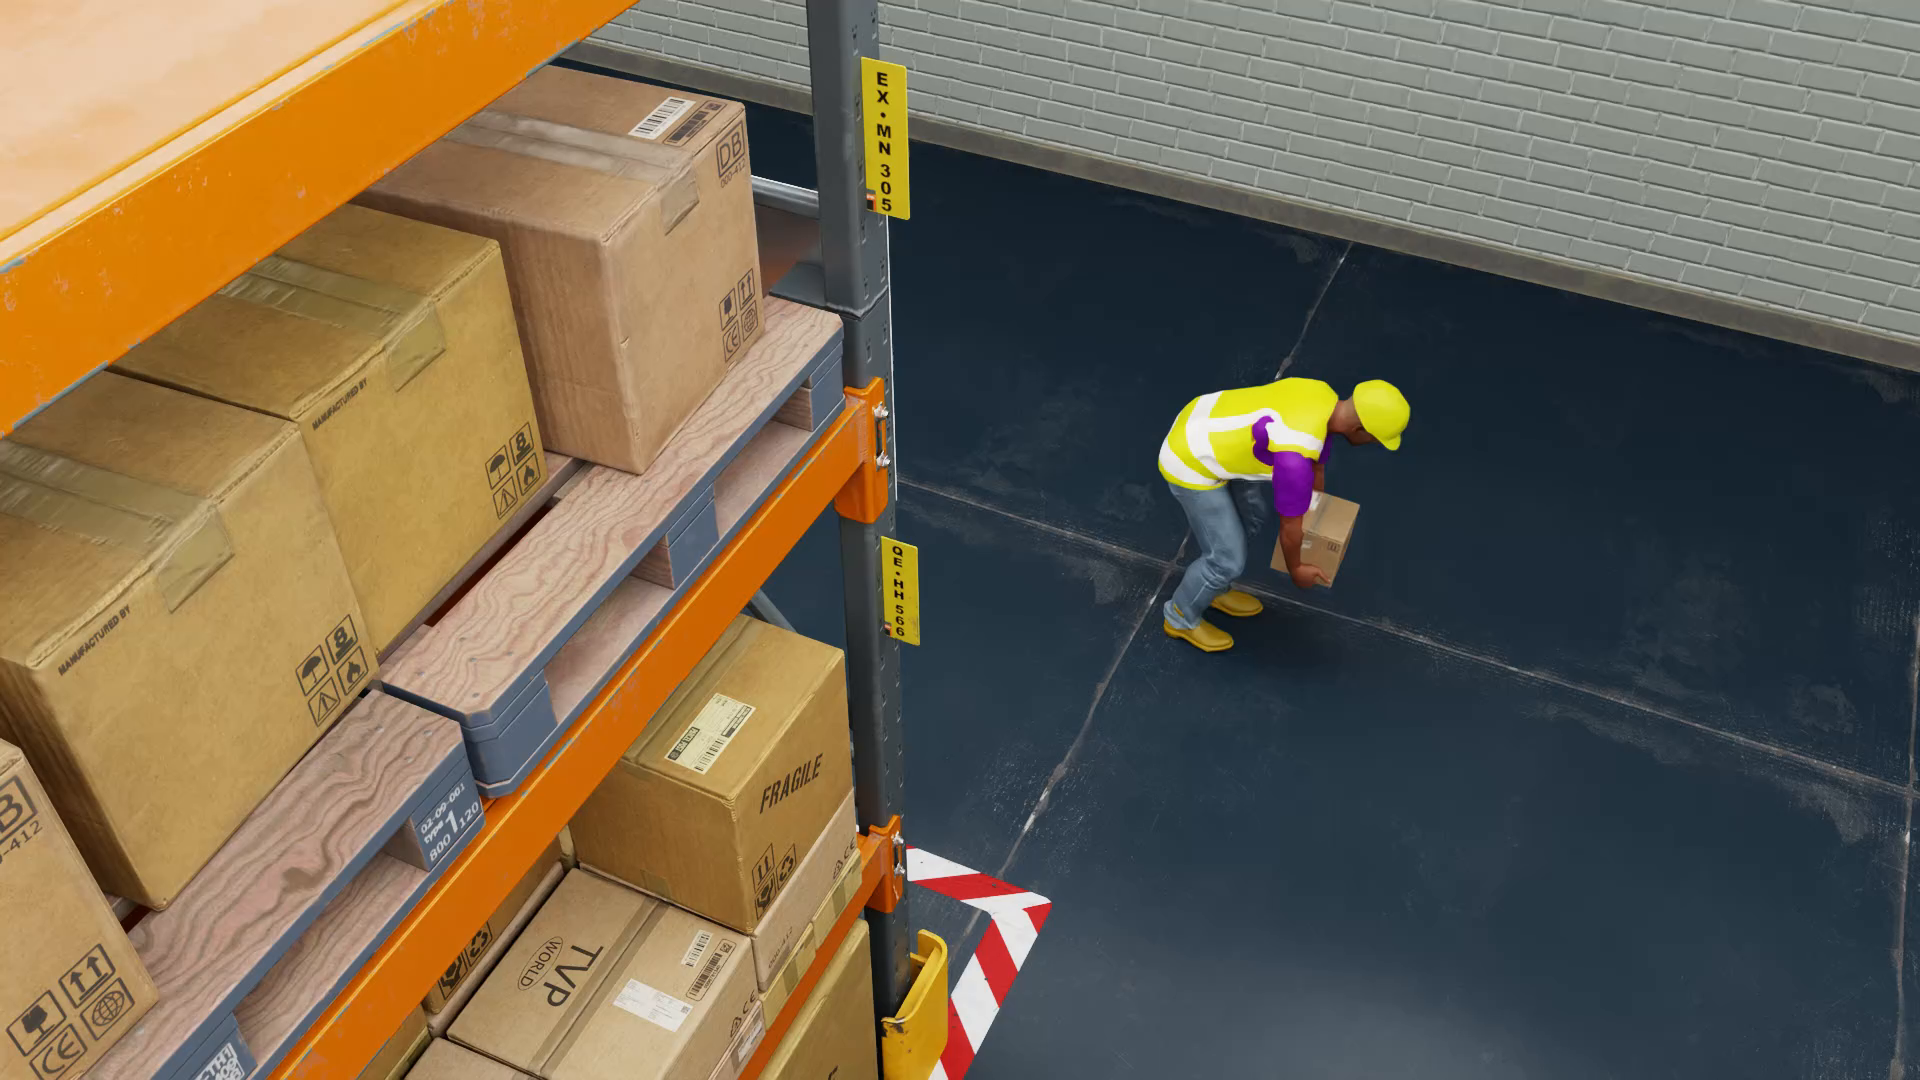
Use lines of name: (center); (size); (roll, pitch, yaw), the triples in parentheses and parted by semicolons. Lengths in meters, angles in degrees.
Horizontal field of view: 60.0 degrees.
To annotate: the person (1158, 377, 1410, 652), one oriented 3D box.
person: (1.229, -0.139, 6.588); (0.897, 1.376, 0.490); (16, 44, 17)
